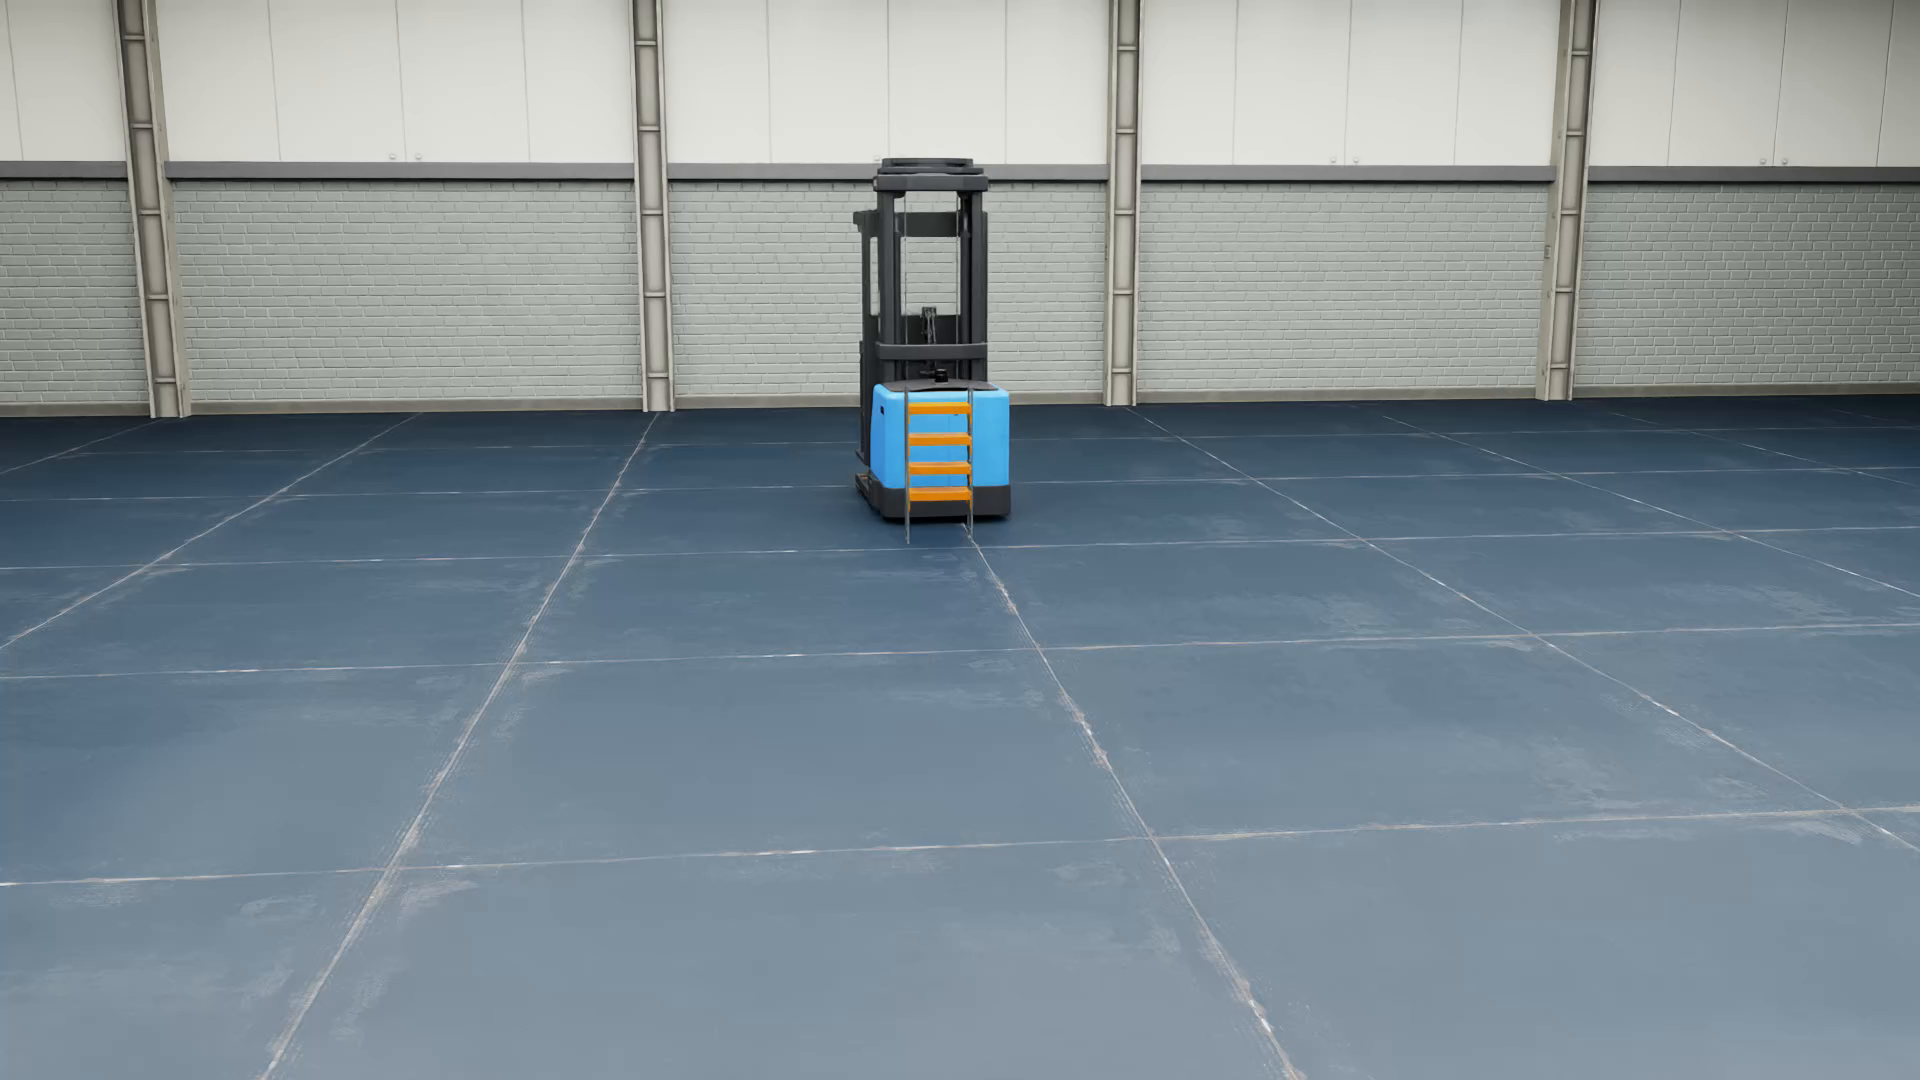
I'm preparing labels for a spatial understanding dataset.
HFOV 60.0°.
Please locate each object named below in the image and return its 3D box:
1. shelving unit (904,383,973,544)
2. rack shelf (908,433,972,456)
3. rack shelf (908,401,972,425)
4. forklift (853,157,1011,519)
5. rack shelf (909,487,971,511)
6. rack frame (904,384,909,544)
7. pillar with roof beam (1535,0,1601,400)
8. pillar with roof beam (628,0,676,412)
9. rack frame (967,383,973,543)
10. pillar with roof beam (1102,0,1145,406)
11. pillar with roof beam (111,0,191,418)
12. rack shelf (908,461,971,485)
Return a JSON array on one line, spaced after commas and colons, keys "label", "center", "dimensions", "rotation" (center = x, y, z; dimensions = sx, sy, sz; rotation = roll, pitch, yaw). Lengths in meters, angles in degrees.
[{"label": "shelving unit", "center": [-0.165, -0.585, 12.735], "dimensions": [0.503, 1.200, 0.258], "rotation": [-1, 11, -6]}, {"label": "rack shelf", "center": [-0.165, -0.739, 12.705], "dimensions": [0.480, 0.148, 0.258], "rotation": [-1, 11, -6]}, {"label": "rack shelf", "center": [-0.165, -0.971, 12.659], "dimensions": [0.480, 0.148, 0.258], "rotation": [-1, 11, -6]}, {"label": "forklift", "center": [-0.345, -1.847, 14.665], "dimensions": [1.130, 2.935, 3.031], "rotation": [-2, 11, -10]}, {"label": "rack shelf", "center": [-0.165, -0.324, 12.786], "dimensions": [0.480, 0.148, 0.258], "rotation": [-1, 11, -6]}, {"label": "rack frame", "center": [-0.407, -0.580, 12.709], "dimensions": [0.015, 1.200, 0.240], "rotation": [-1, 11, -6]}, {"label": "pillar with roof beam", "center": [8.536, -5.508, 17.558], "dimensions": [0.400, 9.000, 9.100], "rotation": [-1, 11, -6]}, {"label": "pillar with roof beam", "center": [-3.394, -5.258, 16.286], "dimensions": [0.400, 9.000, 9.100], "rotation": [-1, 11, -6]}, {"label": "rack frame", "center": [0.078, -0.590, 12.761], "dimensions": [0.015, 1.200, 0.240], "rotation": [-1, 11, -6]}, {"label": "pillar with roof beam", "center": [2.571, -5.383, 16.922], "dimensions": [0.400, 9.000, 9.100], "rotation": [-1, 11, -6]}, {"label": "pillar with roof beam", "center": [-9.359, -5.133, 15.650], "dimensions": [0.400, 9.000, 9.100], "rotation": [-1, 11, -6]}, {"label": "rack shelf", "center": [-0.165, -0.519, 12.748], "dimensions": [0.480, 0.148, 0.258], "rotation": [-1, 11, -6]}]
